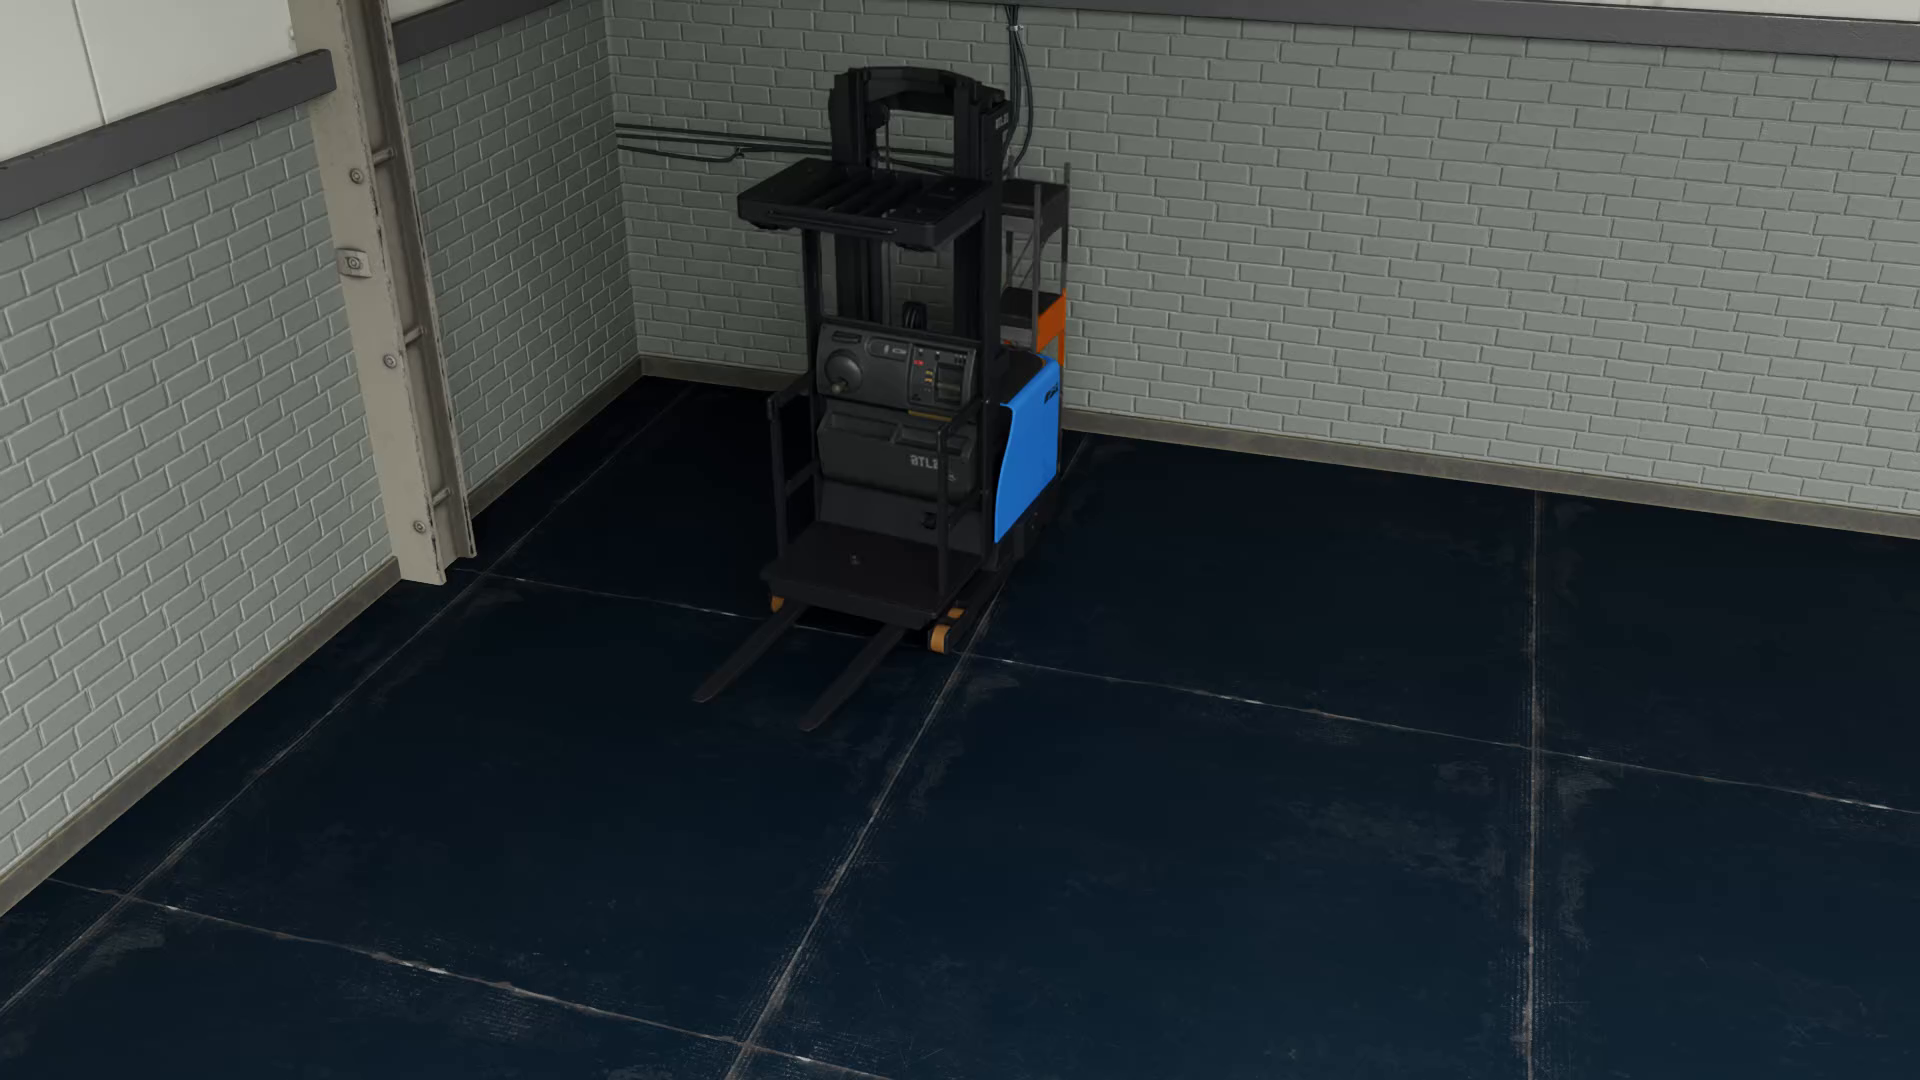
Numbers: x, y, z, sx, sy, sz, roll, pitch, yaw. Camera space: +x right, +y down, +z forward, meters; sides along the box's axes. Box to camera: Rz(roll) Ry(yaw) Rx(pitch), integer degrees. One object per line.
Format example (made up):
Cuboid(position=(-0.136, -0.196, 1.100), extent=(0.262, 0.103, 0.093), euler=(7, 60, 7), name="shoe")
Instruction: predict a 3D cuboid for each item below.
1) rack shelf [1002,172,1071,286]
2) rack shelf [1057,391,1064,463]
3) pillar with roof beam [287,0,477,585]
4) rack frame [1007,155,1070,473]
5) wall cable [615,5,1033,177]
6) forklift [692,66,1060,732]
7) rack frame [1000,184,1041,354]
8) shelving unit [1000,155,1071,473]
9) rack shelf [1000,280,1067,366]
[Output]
Cuboid(position=(0.385, -1.896, 10.121), extent=(0.431, 0.518, 0.480), euler=(12, 31, 21), name="rack shelf")
Cuboid(position=(0.385, -0.672, 10.802), extent=(0.431, 0.518, 0.480), euler=(12, 31, 21), name="rack shelf")
Cuboid(position=(0.970, -3.164, 6.717), extent=(9.100, 9.000, 0.400), euler=(8, 30, 15), name="pillar with roof beam")
Cuboid(position=(0.483, -1.404, 10.650), extent=(0.400, 2.100, 0.015), euler=(12, 31, 21), name="rack frame")
Cuboid(position=(-1.017, -3.602, 10.697), extent=(3.097, 2.526, 0.112), euler=(8, 30, 15), name="wall cable")
Cuboid(position=(-0.437, -0.889, 8.869), extent=(1.130, 2.935, 3.031), euler=(12, 31, 21), name="forklift")
Cuboid(position=(0.286, -1.187, 10.259), extent=(0.400, 2.100, 0.015), euler=(12, 31, 21), name="rack frame")
Cuboid(position=(0.385, -1.296, 10.455), extent=(0.431, 2.100, 0.503), euler=(12, 31, 21), name="shelving unit")
Cuboid(position=(0.385, -1.284, 10.461), extent=(0.431, 0.518, 0.480), euler=(12, 31, 21), name="rack shelf")
